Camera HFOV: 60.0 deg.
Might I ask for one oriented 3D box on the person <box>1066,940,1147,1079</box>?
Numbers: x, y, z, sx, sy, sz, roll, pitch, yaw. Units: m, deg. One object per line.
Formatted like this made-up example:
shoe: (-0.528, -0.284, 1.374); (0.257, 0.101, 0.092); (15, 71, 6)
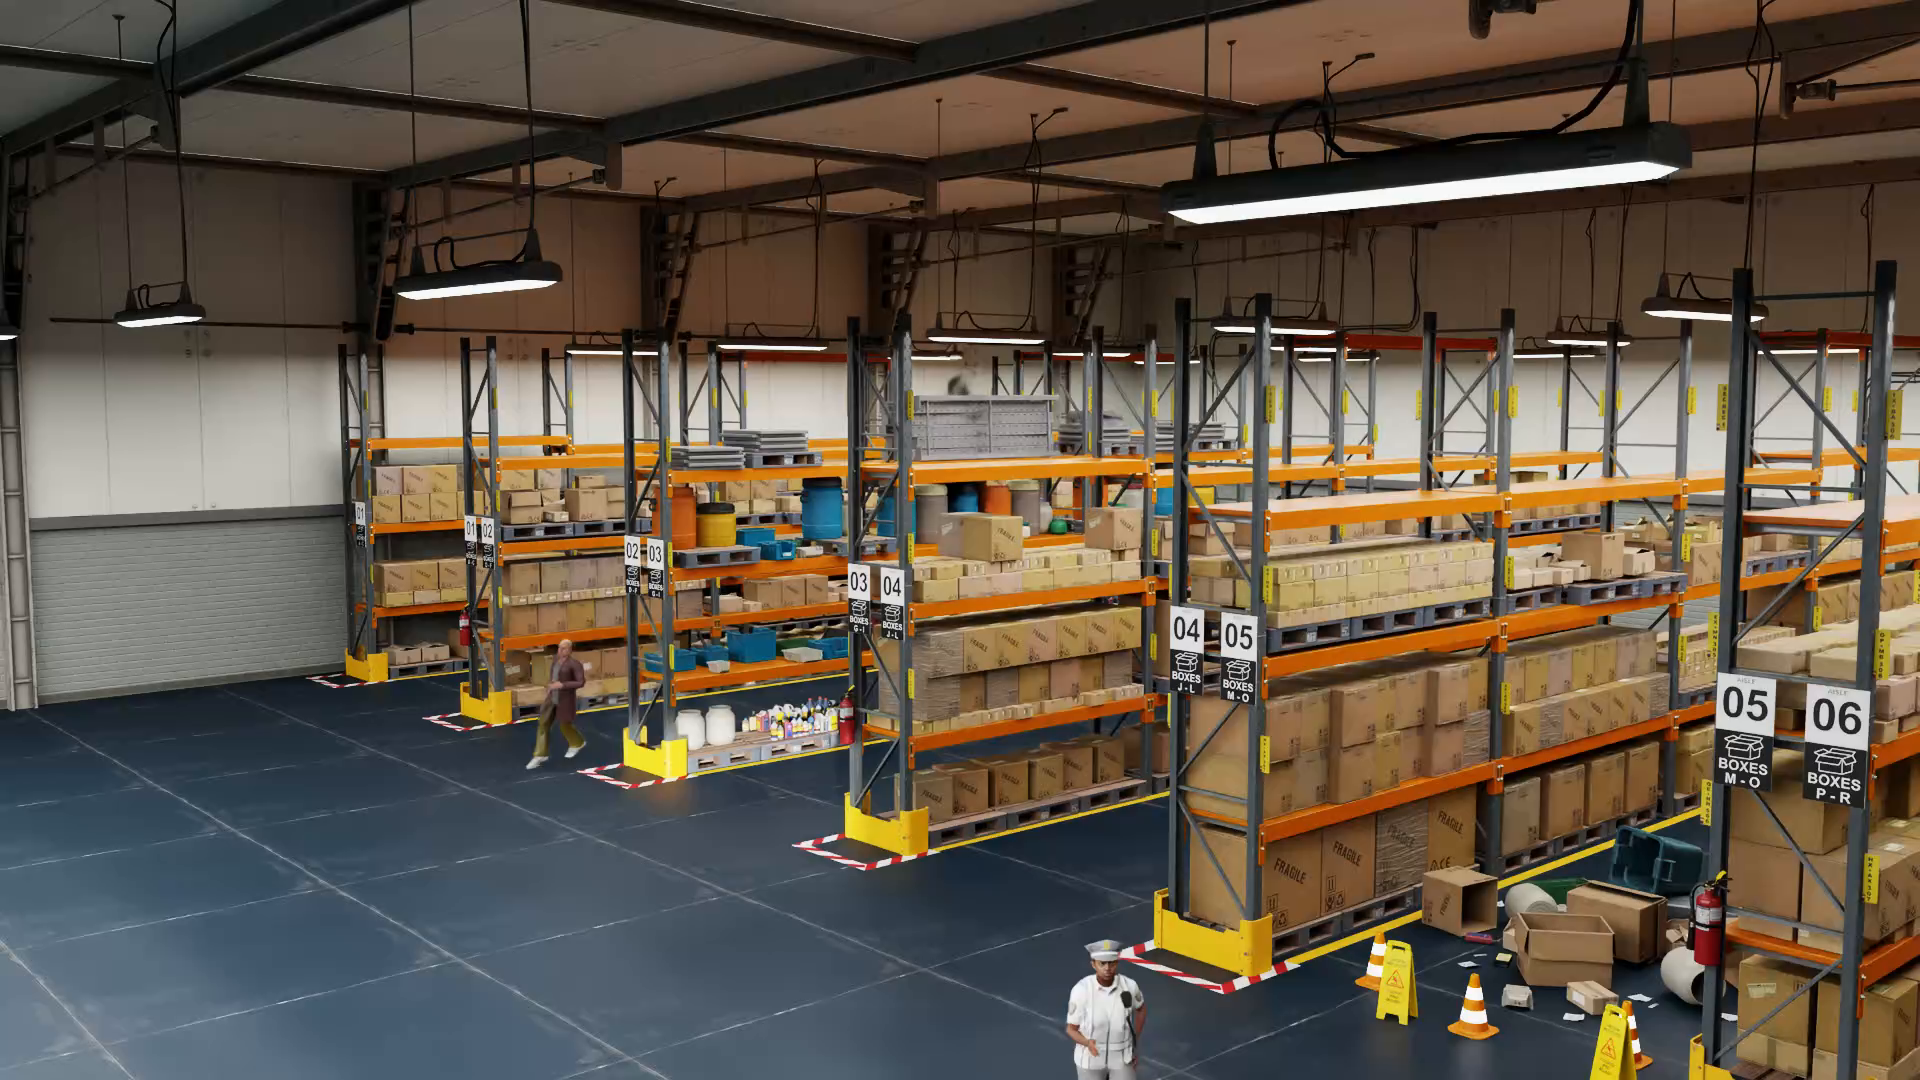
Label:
person: (0.951, 3.379, 10.649); (0.542, 1.690, 0.671); (0, 5, 0)

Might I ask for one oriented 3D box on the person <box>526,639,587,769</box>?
person: (-5.443, 2.292, 22.987); (0.737, 1.686, 0.980); (3, 6, 29)

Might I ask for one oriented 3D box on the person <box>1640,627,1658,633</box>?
person: (10.104, 2.152, 24.421); (0.739, 1.770, 0.631); (-5, 7, -42)
